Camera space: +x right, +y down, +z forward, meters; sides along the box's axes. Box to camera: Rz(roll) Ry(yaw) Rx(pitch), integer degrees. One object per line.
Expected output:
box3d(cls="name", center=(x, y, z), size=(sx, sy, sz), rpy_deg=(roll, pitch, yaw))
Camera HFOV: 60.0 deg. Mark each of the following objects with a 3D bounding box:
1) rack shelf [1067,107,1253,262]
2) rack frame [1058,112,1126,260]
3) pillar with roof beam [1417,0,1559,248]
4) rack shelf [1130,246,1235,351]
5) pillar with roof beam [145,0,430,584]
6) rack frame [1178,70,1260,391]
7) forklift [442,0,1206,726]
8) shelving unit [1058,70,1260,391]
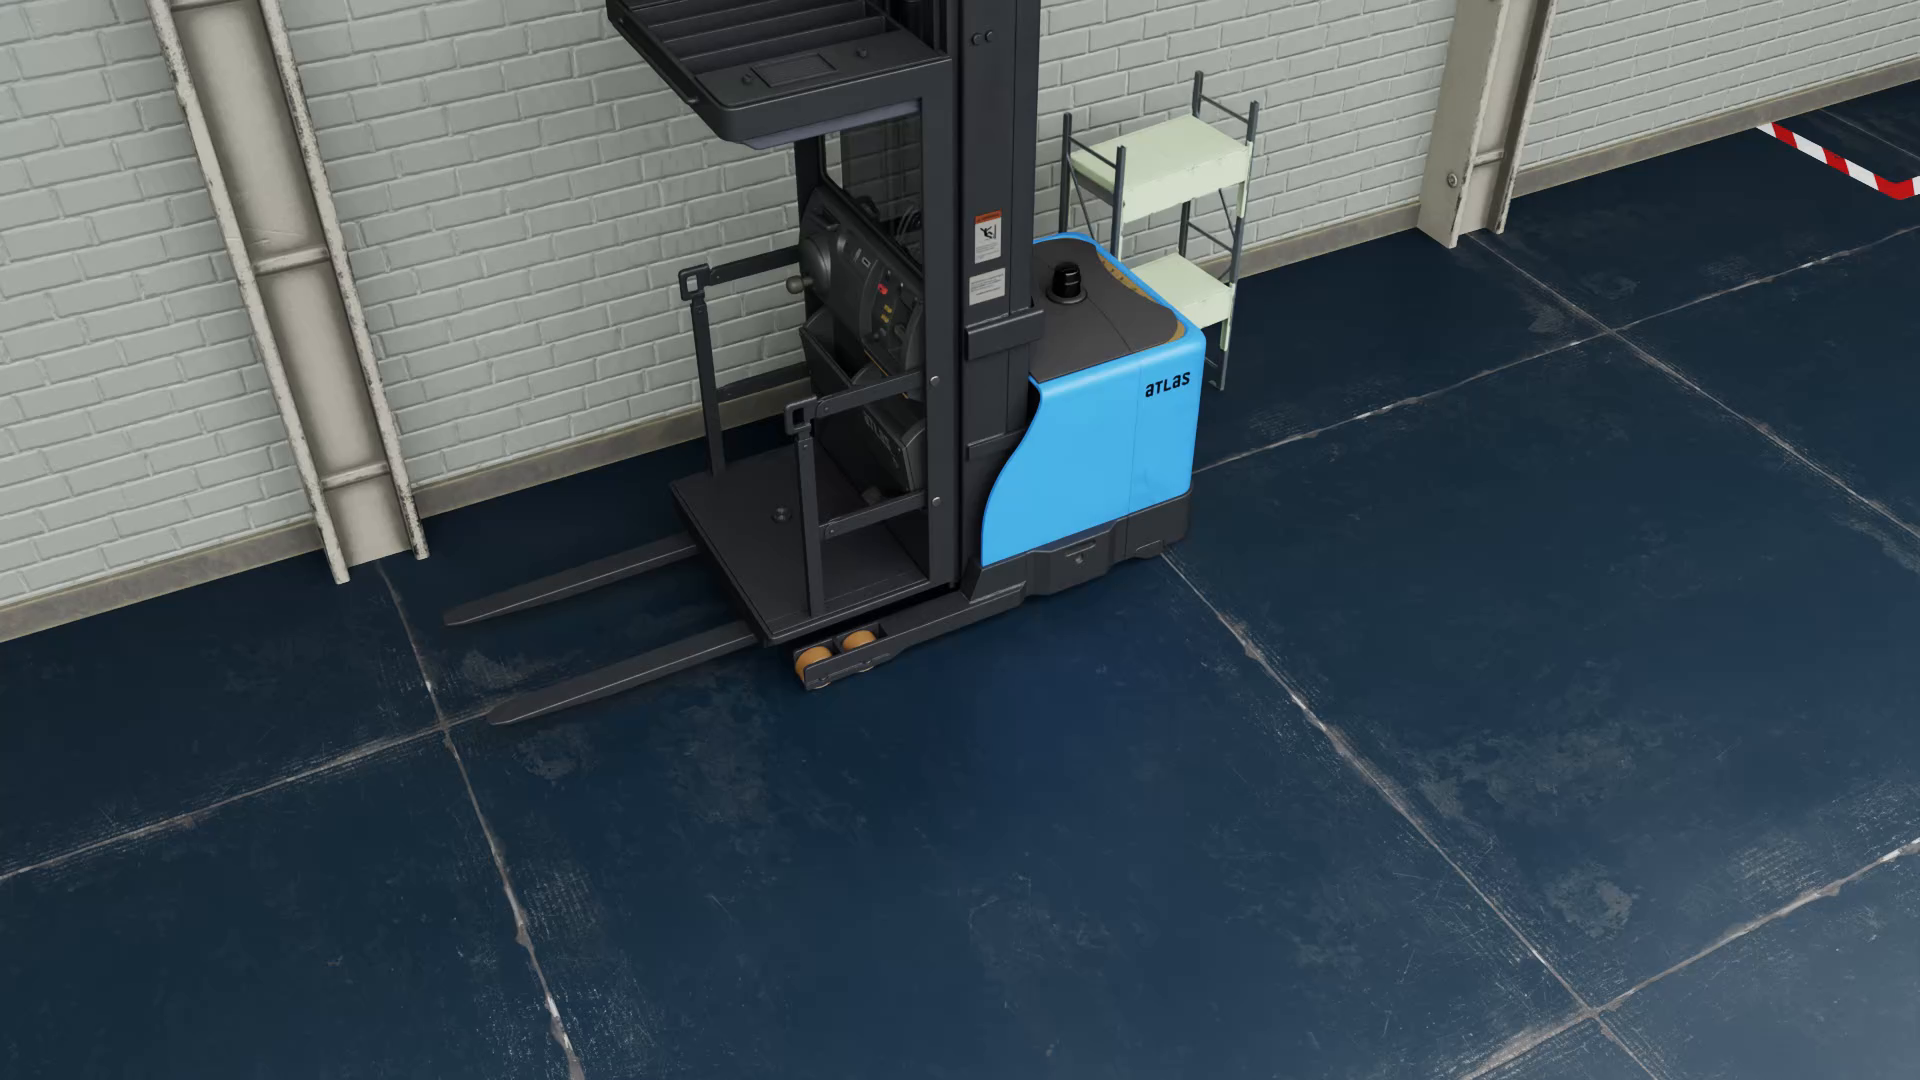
box3d(cls="rack shelf", center=(0.864, -1.573, 7.344), size=(0.720, 0.370, 0.431), rpy_deg=(-24, 46, -25))
box3d(cls="rack frame", center=(0.562, -1.142, 7.438), size=(0.023, 1.500, 0.400), rpy_deg=(-24, 46, -25))
box3d(cls="pillar with roof beam", center=(4.780, -2.717, 3.495), size=(0.400, 9.000, 9.100), rpy_deg=(-19, 44, -21))
box3d(cls="rack shelf", center=(0.864, -1.027, 7.806), size=(0.720, 0.370, 0.431), rpy_deg=(-24, 46, -25))
box3d(cls="pillar with roof beam", center=(-0.541, -0.926, 1.379), size=(0.400, 9.000, 9.100), rpy_deg=(-19, 44, -21))
box3d(cls="rack frame", center=(1.167, -1.409, 7.753), size=(0.023, 1.500, 0.400), rpy_deg=(-24, 46, -25))
box3d(cls="forklift", center=(-0.552, -0.925, 6.074), size=(3.031, 2.935, 1.130), rpy_deg=(-19, 44, -21))
box3d(cls="shelving unit", center=(0.864, -1.275, 7.596), size=(0.755, 1.500, 0.431), rpy_deg=(-24, 46, -25))
